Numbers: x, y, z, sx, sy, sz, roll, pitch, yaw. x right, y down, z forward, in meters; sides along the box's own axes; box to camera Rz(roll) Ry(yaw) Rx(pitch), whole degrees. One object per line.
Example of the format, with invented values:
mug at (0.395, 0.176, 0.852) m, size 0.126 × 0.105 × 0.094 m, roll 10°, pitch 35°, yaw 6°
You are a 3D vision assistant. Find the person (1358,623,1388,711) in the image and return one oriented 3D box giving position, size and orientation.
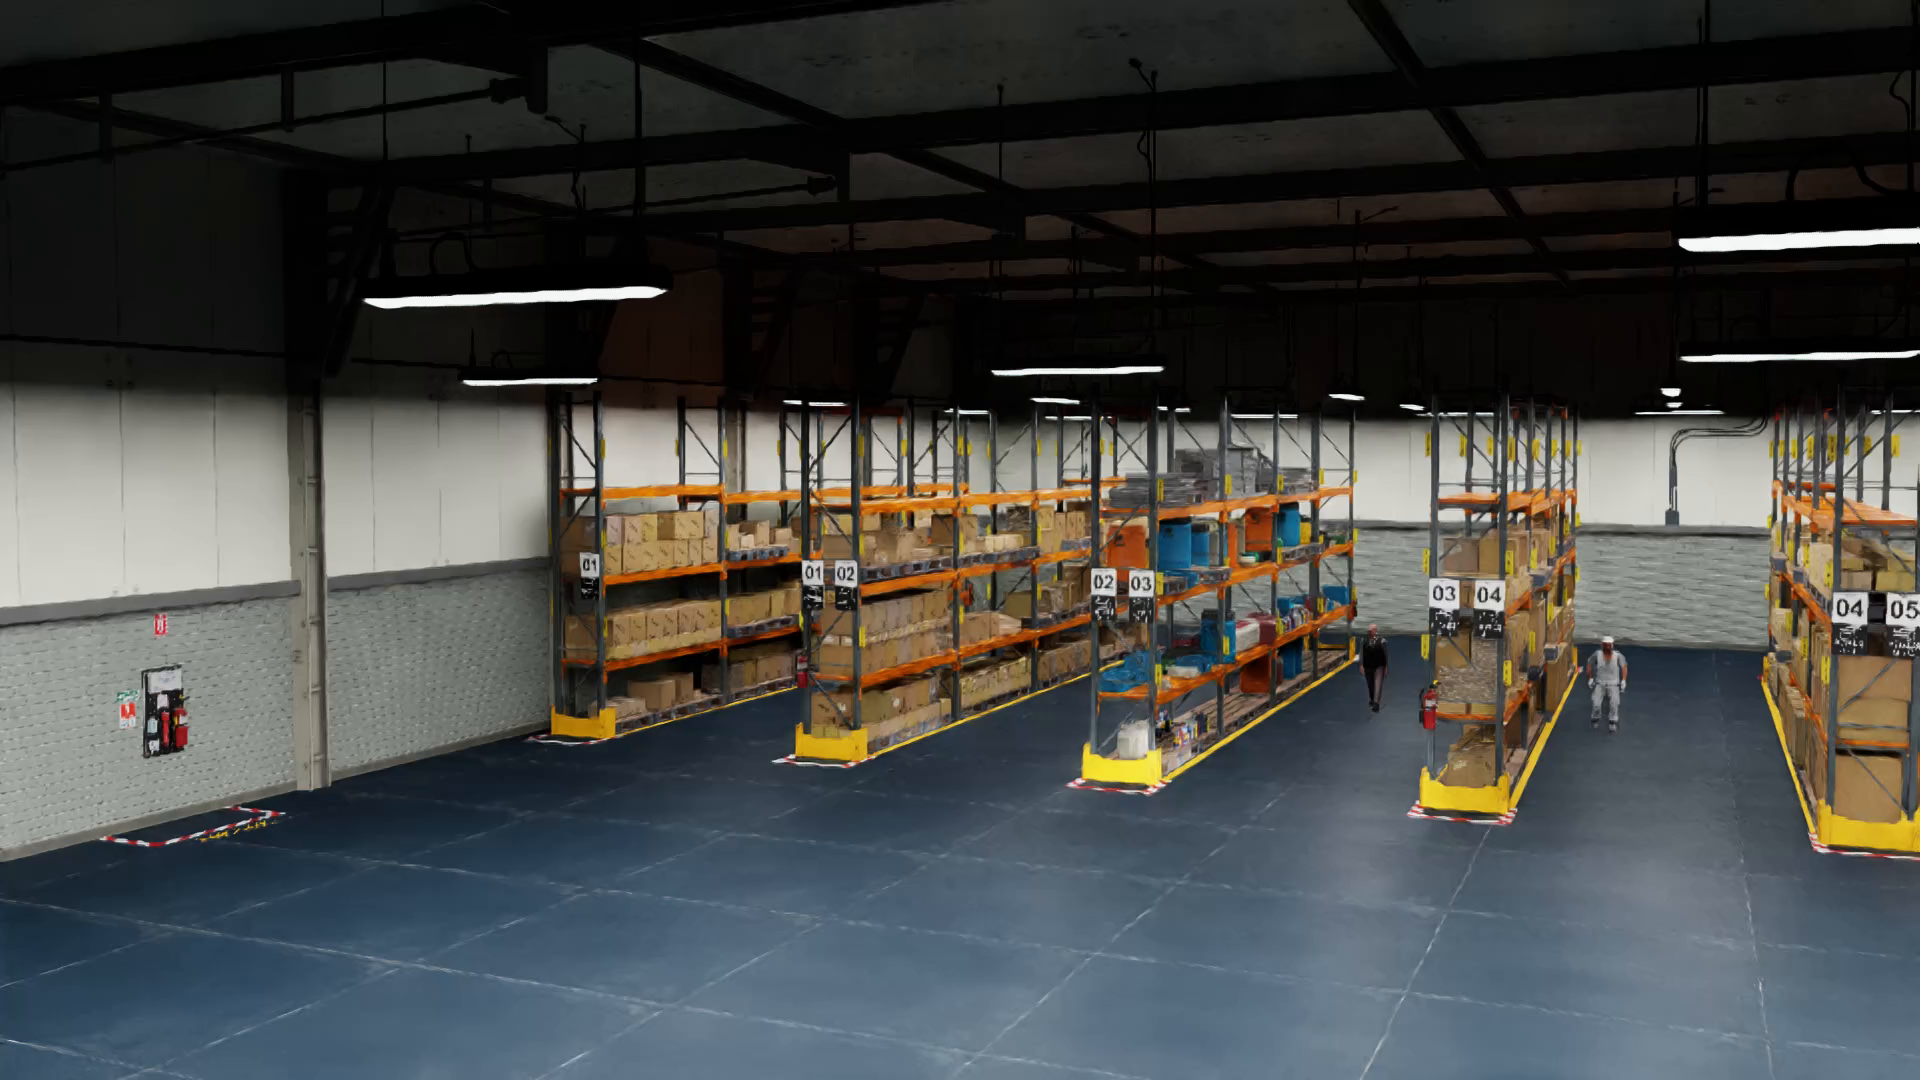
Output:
person at (7.903, 2.408, 31.856) m, size 0.543 × 1.648 × 1.115 m, roll 2°, pitch 4°, yaw 26°

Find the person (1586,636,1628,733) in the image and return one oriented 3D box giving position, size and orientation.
person at (11.335, 2.529, 29.151) m, size 0.677 × 1.742 × 0.547 m, roll 1°, pitch 3°, yaw 22°
